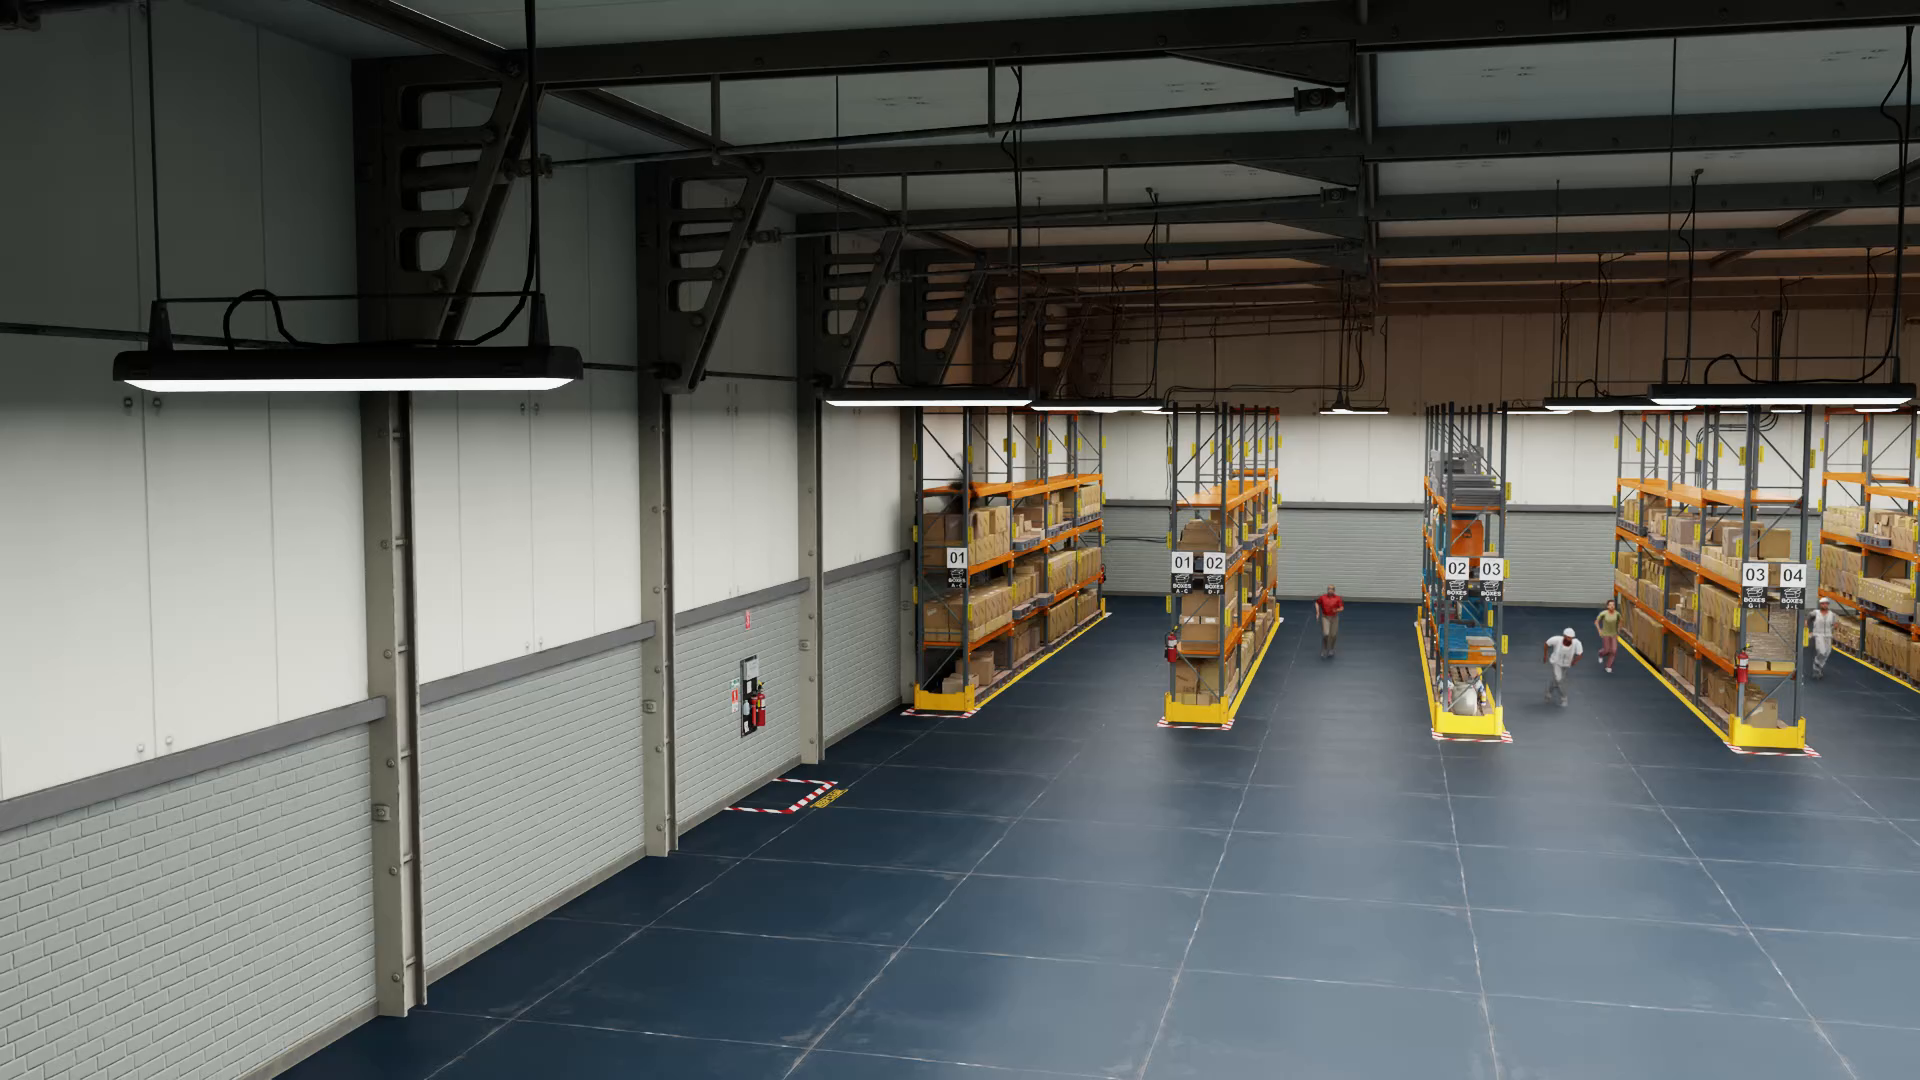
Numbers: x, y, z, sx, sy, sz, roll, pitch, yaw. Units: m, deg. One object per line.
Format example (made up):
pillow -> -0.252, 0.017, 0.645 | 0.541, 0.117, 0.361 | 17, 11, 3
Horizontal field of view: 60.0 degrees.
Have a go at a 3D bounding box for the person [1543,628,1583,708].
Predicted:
person -> 11.979, 2.495, 33.165 | 0.707, 1.599, 1.128 | 0, 4, 1

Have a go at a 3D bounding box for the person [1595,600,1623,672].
person -> 14.676, 2.150, 37.611 | 0.592, 1.625, 0.616 | 0, 4, 0

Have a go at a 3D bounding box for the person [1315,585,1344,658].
person -> 8.820, 1.949, 39.631 | 0.630, 1.767, 0.736 | 0, 4, 4

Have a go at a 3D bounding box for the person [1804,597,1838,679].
person -> 18.838, 2.148, 36.307 | 0.638, 1.783, 0.702 | 0, 4, 2
